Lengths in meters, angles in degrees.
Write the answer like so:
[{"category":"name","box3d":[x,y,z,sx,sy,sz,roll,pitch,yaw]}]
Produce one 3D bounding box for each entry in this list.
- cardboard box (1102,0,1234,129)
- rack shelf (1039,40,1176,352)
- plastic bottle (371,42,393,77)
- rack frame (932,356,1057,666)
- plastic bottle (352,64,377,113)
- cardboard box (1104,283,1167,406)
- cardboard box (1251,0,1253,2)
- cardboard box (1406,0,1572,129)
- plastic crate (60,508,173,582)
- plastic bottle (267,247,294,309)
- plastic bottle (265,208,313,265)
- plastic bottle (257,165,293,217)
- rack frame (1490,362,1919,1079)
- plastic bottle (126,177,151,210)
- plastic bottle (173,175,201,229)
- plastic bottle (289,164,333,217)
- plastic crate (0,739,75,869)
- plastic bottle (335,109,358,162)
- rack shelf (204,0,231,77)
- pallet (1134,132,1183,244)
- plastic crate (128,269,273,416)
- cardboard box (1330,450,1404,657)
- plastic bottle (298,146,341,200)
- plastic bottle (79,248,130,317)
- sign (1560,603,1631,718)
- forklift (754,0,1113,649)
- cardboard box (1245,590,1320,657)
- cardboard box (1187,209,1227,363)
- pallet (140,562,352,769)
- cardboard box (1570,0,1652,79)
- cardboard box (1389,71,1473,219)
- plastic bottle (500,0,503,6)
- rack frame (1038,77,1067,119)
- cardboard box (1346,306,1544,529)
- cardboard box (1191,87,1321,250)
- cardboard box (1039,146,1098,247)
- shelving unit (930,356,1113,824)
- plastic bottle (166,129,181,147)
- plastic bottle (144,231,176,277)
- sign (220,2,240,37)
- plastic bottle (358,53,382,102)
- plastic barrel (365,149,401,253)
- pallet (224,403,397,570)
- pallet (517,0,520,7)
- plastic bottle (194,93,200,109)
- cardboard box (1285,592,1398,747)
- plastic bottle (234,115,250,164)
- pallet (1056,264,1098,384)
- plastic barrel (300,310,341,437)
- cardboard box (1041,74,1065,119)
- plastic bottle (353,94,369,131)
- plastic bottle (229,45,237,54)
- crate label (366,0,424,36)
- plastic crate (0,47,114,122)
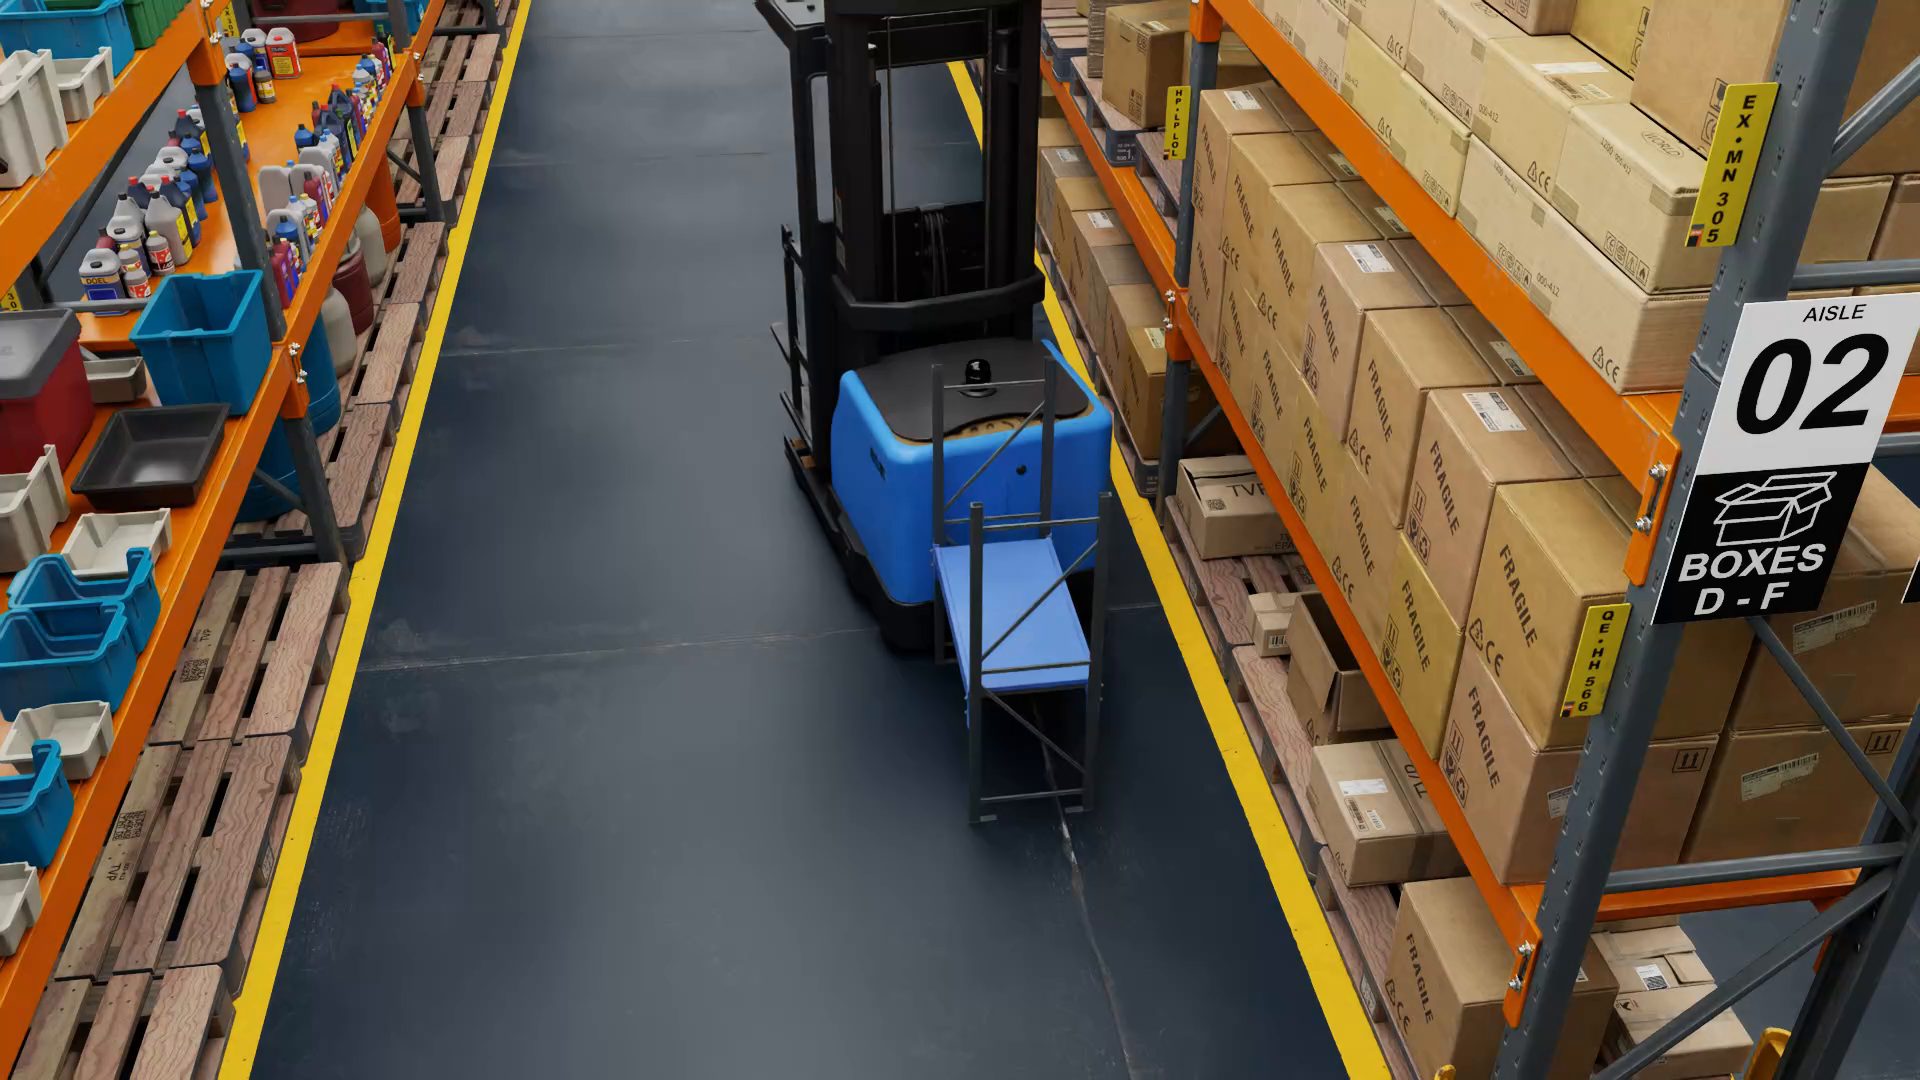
[{"category":"cardboard box","box3d":[1.191,-2.567,8.892,0.700,0.500,0.500,-13,36,-18]},{"category":"rack shelf","box3d":[1.221,-2.190,9.438,1.077,0.370,4.000,-4,35,-6]},{"category":"plastic bottle","box3d":[-3.483,-2.889,10.002,0.097,0.201,0.097,0,34,0]},{"category":"rack frame","box3d":[0.137,-0.088,7.047,0.500,1.500,0.032,-5,35,-7]},{"category":"plastic bottle","box3d":[-3.399,-2.572,9.474,0.097,0.271,0.097,0,34,0]},{"category":"cardboard box","box3d":[1.081,-1.050,8.956,0.500,0.500,0.500,-4,35,-6]},{"category":"cardboard box","box3d":[1.310,-2.258,6.370,0.500,0.250,0.500,-4,35,-6]},{"category":"cardboard box","box3d":[1.575,-1.349,4.591,0.500,0.250,0.500,-4,35,-6]},{"category":"plastic crate","box3d":[-2.887,0.035,5.716,0.293,0.136,0.466,-4,35,-6]},{"category":"plastic bottle","box3d":[-3.046,-1.187,7.431,0.061,0.283,0.133,-4,35,-6]},{"category":"plastic bottle","box3d":[-3.153,-1.438,7.807,0.152,0.276,0.135,-4,35,-6]},{"category":"plastic bottle","box3d":[-3.379,-1.739,8.248,0.152,0.276,0.135,-4,35,-6]},{"category":"rack frame","box3d":[2.028,0.861,4.323,1.000,3.000,0.127,-4,35,-6]},{"category":"plastic bottle","box3d":[-3.892,-1.569,7.932,0.144,0.351,0.185,-4,35,-6]},{"category":"plastic bottle","box3d":[-3.788,-1.645,8.115,0.097,0.271,0.097,0,34,0]},{"category":"plastic bottle","box3d":[-3.228,-1.750,8.265,0.152,0.276,0.135,-4,35,-6]},{"category":"plastic crate","box3d":[-2.677,0.749,4.583,0.416,0.233,0.300,-4,35,-6]},{"category":"plastic bottle","box3d":[-3.283,-2.173,8.879,0.061,0.283,0.133,-4,35,-6]},{"category":"rack shelf","box3d":[-3.688,-3.056,8.046,1.077,0.370,4.000,-4,35,-6]},{"category":"pallet","box3d":[1.490,-1.746,8.319,1.003,0.211,1.213,-4,35,-6]},{"category":"plastic crate","box3d":[-3.018,-0.781,6.694,0.392,0.384,0.575,-4,35,-6]},{"category":"cardboard box","box3d":[1.563,0.022,5.465,0.500,0.500,0.500,-4,34,-6]},{"category":"plastic bottle","box3d":[-3.260,-1.880,8.455,0.152,0.276,0.135,-4,35,-6]},{"category":"plastic bottle","box3d":[-3.793,-1.142,7.372,0.152,0.276,0.135,-4,35,-6]},{"category":"sign","box3d":[1.475,0.283,3.862,0.100,0.325,0.005,-4,35,-6]},{"category":"forklift","box3d":[-0.287,-1.553,7.926,1.130,2.935,3.031,-11,36,-16]},{"category":"cardboard box","box3d":[1.458,0.351,7.197,0.380,0.166,0.250,-4,35,-6]},{"category":"cardboard box","box3d":[1.288,-1.107,7.122,0.500,0.500,0.500,-4,34,-5]},{"category":"pallet","box3d":[-3.282,0.562,7.238,1.003,0.211,1.213,-4,35,-6]},{"category":"cardboard box","box3d":[1.959,-1.404,4.006,0.700,0.500,0.500,-4,35,-6]},{"category":"cardboard box","box3d":[1.561,-1.141,4.730,0.500,0.250,0.500,-4,35,-6]},{"category":"plastic bottle","box3d":[-4.174,-4.908,14.816,0.152,0.276,0.135,-3,34,-5]},{"category":"rack frame","box3d":[0.952,-3.603,10.874,1.000,3.000,0.127,-4,35,-6]},{"category":"cardboard box","box3d":[1.552,-0.392,5.185,0.500,0.500,0.500,-3,34,-5]},{"category":"cardboard box","box3d":[1.274,-1.541,6.871,0.500,0.500,0.500,-4,34,-5]},{"category":"cardboard box","box3d":[0.806,-2.185,10.621,0.500,0.500,0.500,-6,35,-8]},{"category":"shelving unit","box3d":[0.210,0.195,6.631,0.538,1.500,1.048,-5,35,-7]},{"category":"plastic bottle","box3d":[-4.035,-1.961,8.567,0.061,0.283,0.133,-4,35,-6]},{"category":"plastic bottle","box3d":[-3.721,-1.335,7.722,0.097,0.201,0.097,0,34,0]},{"category":"sign","box3d":[-4.501,-3.252,10.213,0.100,0.325,0.005,-4,35,-6]},{"category":"plastic bottle","box3d":[-3.425,-2.680,9.634,0.097,0.271,0.097,0,34,0]},{"category":"plastic barrel","box3d":[-3.874,-2.235,10.420,0.600,0.830,0.708,-4,35,-6]},{"category":"pallet","box3d":[-3.482,-0.279,8.472,1.003,0.211,1.213,-4,35,-6]},{"category":"pallet","box3d":[-4.711,-5.370,15.943,1.003,0.211,1.213,-4,35,-6]},{"category":"plastic bottle","box3d":[-4.109,-2.268,9.017,0.061,0.283,0.133,-4,35,-6]},{"category":"cardboard box","box3d":[1.747,0.527,6.639,0.797,0.503,0.637,-4,35,-6]},{"category":"plastic bottle","box3d":[-3.883,-2.167,8.810,0.144,0.351,0.185,-4,35,-6]},{"category":"pallet","box3d":[1.175,-1.352,10.046,1.003,0.211,1.213,-4,35,-6]},{"category":"plastic barrel","box3d":[-3.571,-1.004,8.551,0.600,0.901,0.708,-4,35,-6]},{"category":"cardboard box","box3d":[0.637,-3.146,11.773,0.500,0.311,0.500,-3,34,-5]},{"category":"plastic bottle","box3d":[-3.360,-2.380,9.255,0.097,0.201,0.097,0,34,0]},{"category":"plastic bottle","box3d":[-4.220,-2.729,9.694,0.061,0.283,0.133,-4,35,-6]},{"category":"crate label","box3d":[-3.642,-3.424,10.760,0.303,0.233,0.416,-4,35,-6]},{"category":"plastic crate","box3d":[-2.871,-1.448,5.281,0.293,0.136,0.466,-4,35,-6]}]
